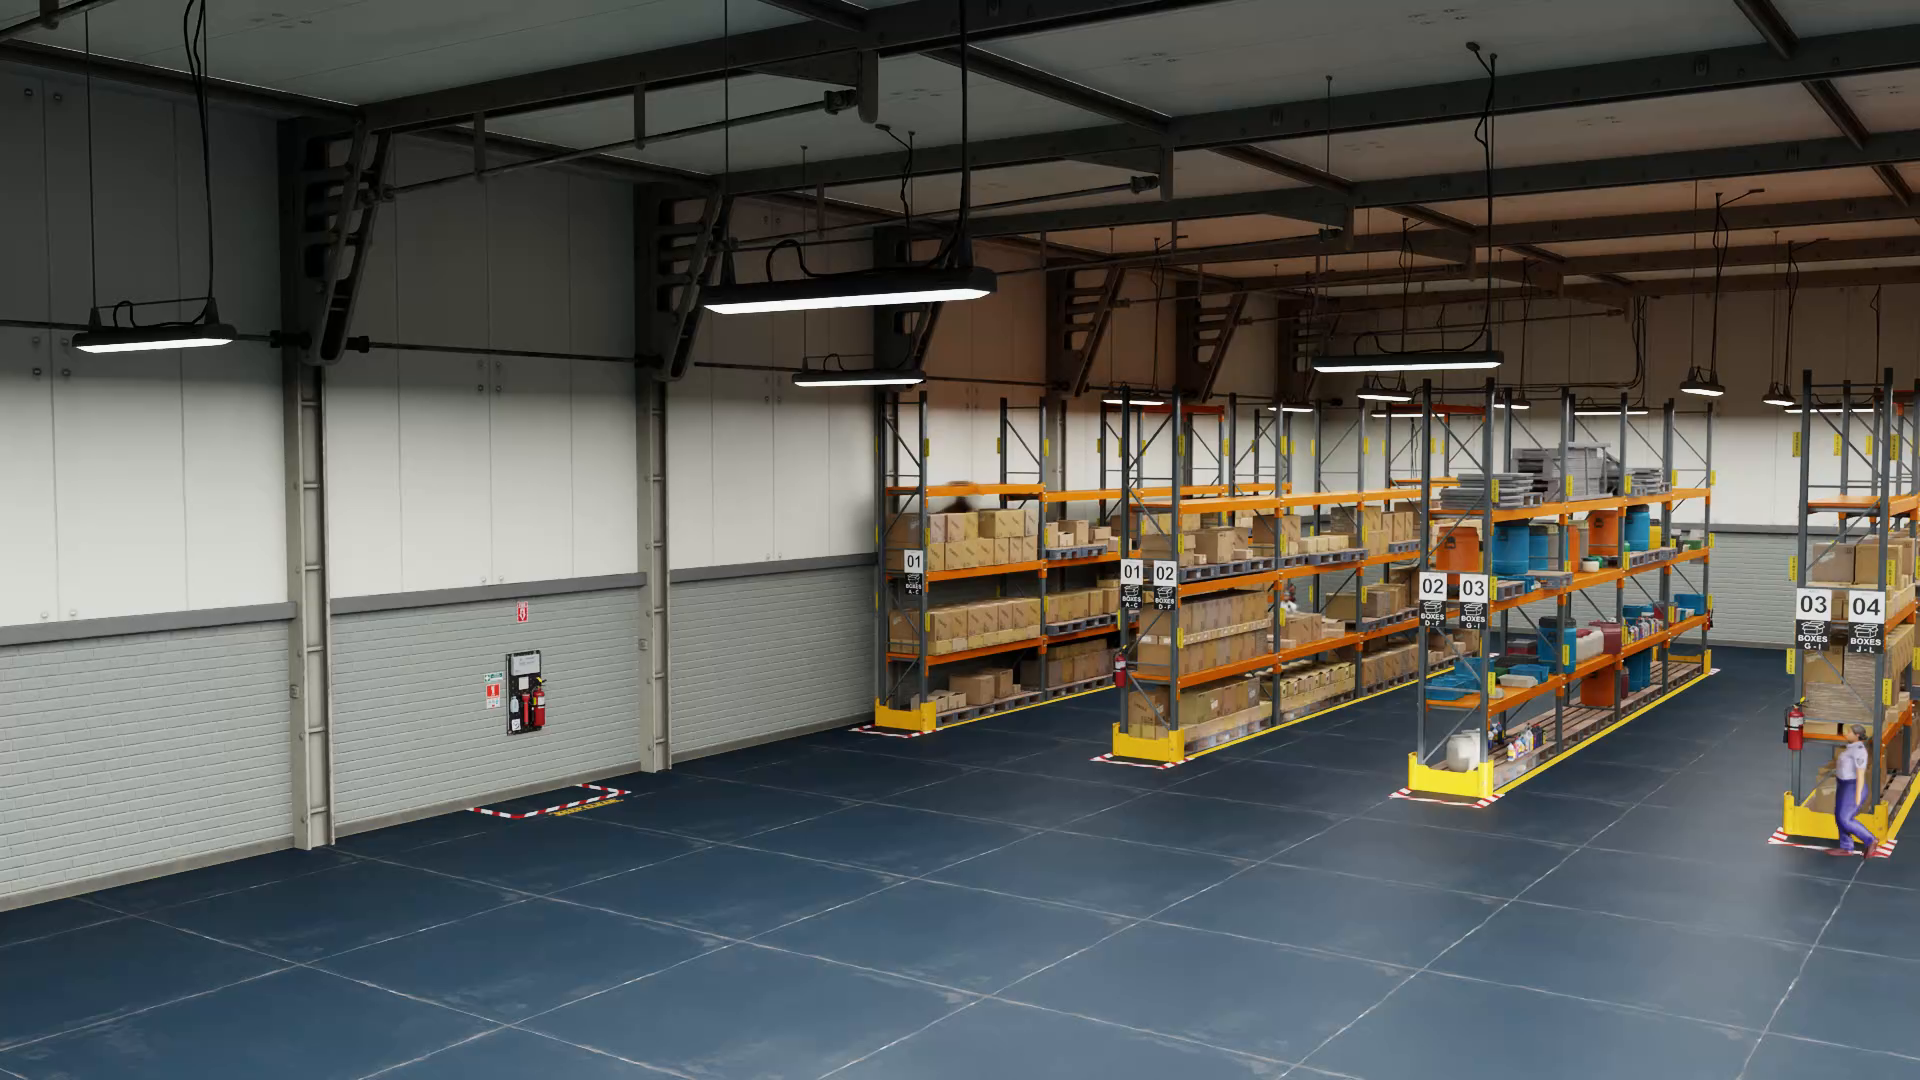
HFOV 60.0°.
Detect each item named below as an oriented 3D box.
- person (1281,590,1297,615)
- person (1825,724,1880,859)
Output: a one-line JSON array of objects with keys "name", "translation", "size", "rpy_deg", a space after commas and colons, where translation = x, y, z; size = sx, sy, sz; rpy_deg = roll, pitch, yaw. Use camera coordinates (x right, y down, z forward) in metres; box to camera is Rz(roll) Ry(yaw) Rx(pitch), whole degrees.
[{"name": "person", "translation": [7.709, 1.990, 39.148], "size": [0.504, 1.655, 0.707], "rpy_deg": [2, 4, 31]}, {"name": "person", "translation": [10.865, 3.050, 20.200], "size": [0.517, 1.637, 0.502], "rpy_deg": [0, 3, 8]}]
